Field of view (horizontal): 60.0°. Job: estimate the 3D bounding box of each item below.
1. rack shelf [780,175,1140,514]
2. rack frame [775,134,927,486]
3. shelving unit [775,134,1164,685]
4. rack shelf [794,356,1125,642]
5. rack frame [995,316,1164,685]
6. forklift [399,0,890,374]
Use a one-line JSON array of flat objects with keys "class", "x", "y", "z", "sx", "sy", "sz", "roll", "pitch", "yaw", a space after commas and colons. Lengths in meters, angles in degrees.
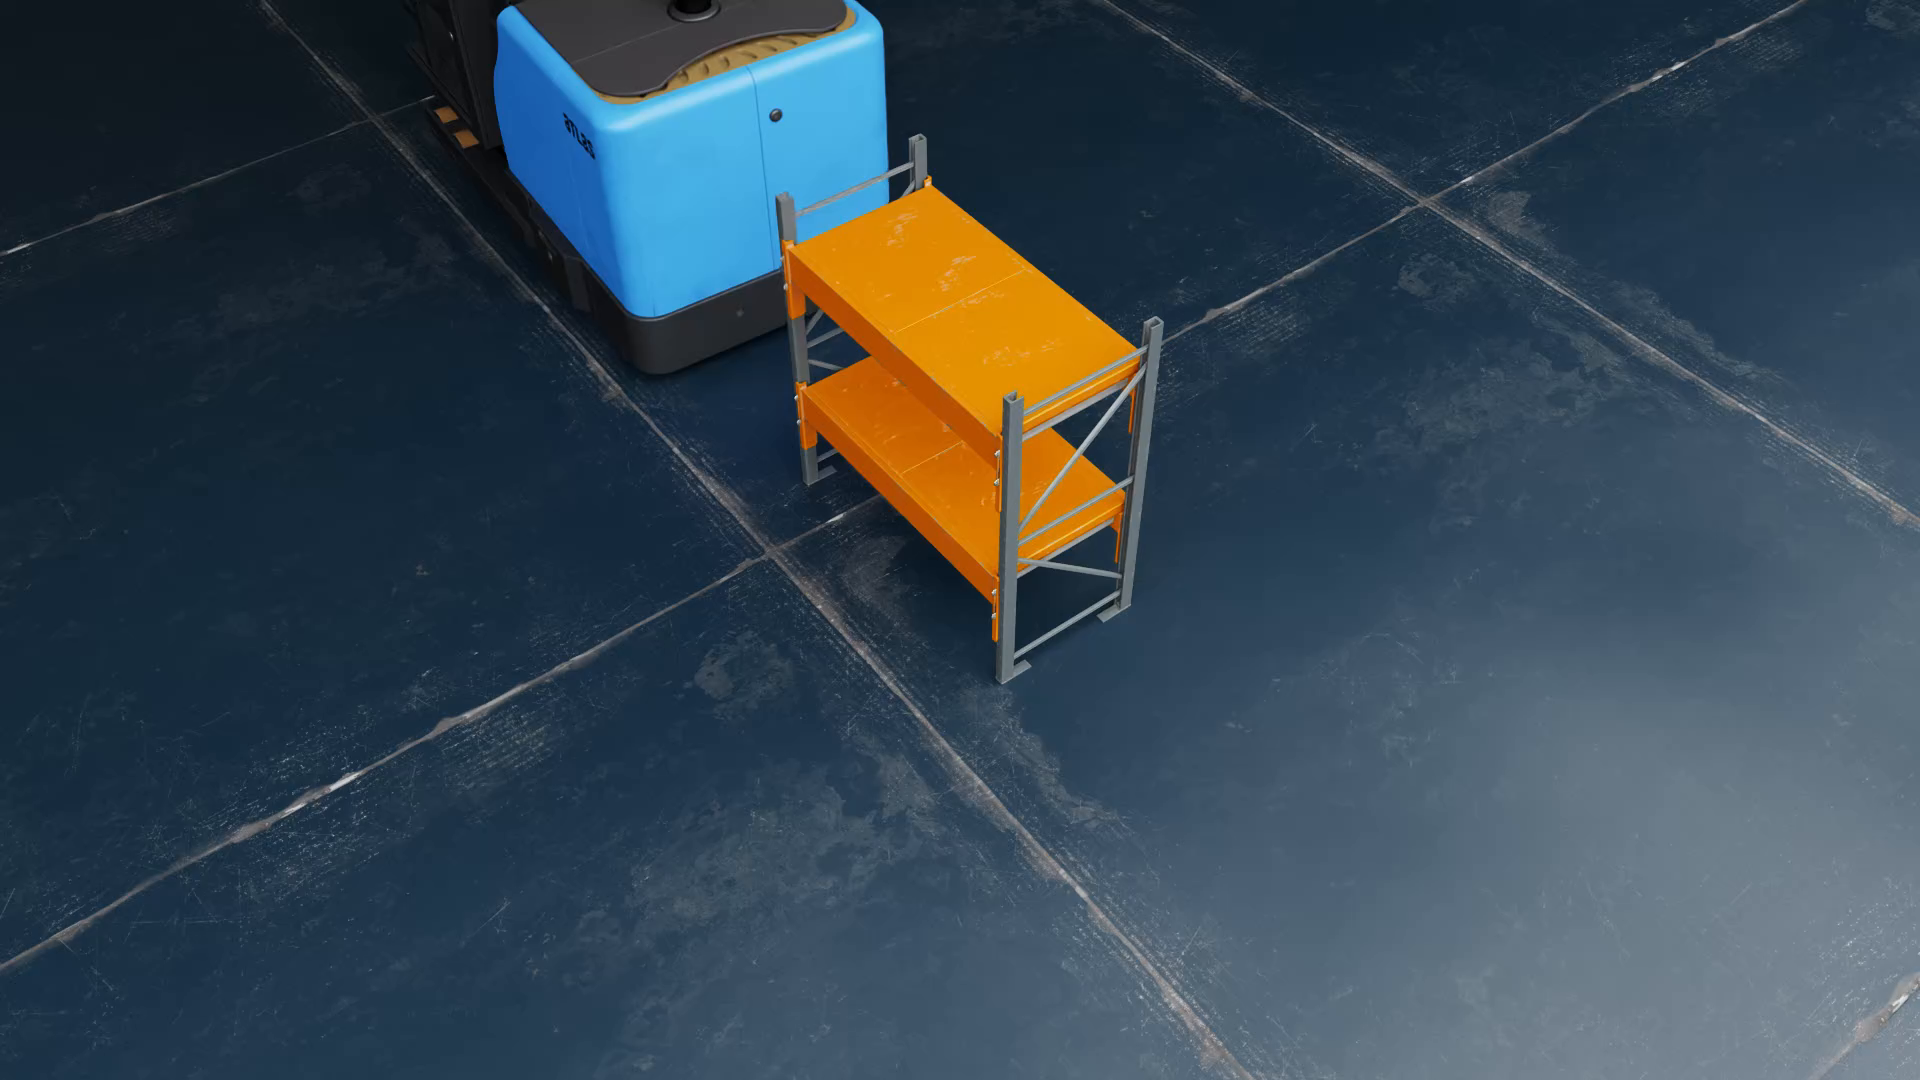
[{"class": "rack shelf", "x": 0.004, "y": -0.570, "z": 4.613, "sx": 0.538, "sy": 0.278, "sz": 1.000, "roll": -29, "pitch": 54, "yaw": -24}, {"class": "rack frame", "x": -0.304, "y": -0.674, "z": 5.101, "sx": 0.500, "sy": 1.125, "sz": 0.032, "roll": -29, "pitch": 54, "yaw": -24}, {"class": "shelving unit", "x": 0.004, "y": -0.374, "z": 4.830, "sx": 0.538, "sy": 1.125, "sz": 1.048, "roll": -29, "pitch": 54, "yaw": -24}, {"class": "rack shelf", "x": 0.004, "y": -0.210, "z": 5.011, "sx": 0.538, "sy": 0.278, "sz": 1.000, "roll": -29, "pitch": 54, "yaw": -24}, {"class": "rack frame", "x": 0.312, "y": -0.074, "z": 4.558, "sx": 0.500, "sy": 1.125, "sz": 0.032, "roll": -29, "pitch": 54, "yaw": -24}, {"class": "forklift", "x": -1.469, "y": -2.616, "z": 5.643, "sx": 1.130, "sy": 2.935, "sz": 3.031, "roll": -27, "pitch": 53, "yaw": -22}]
